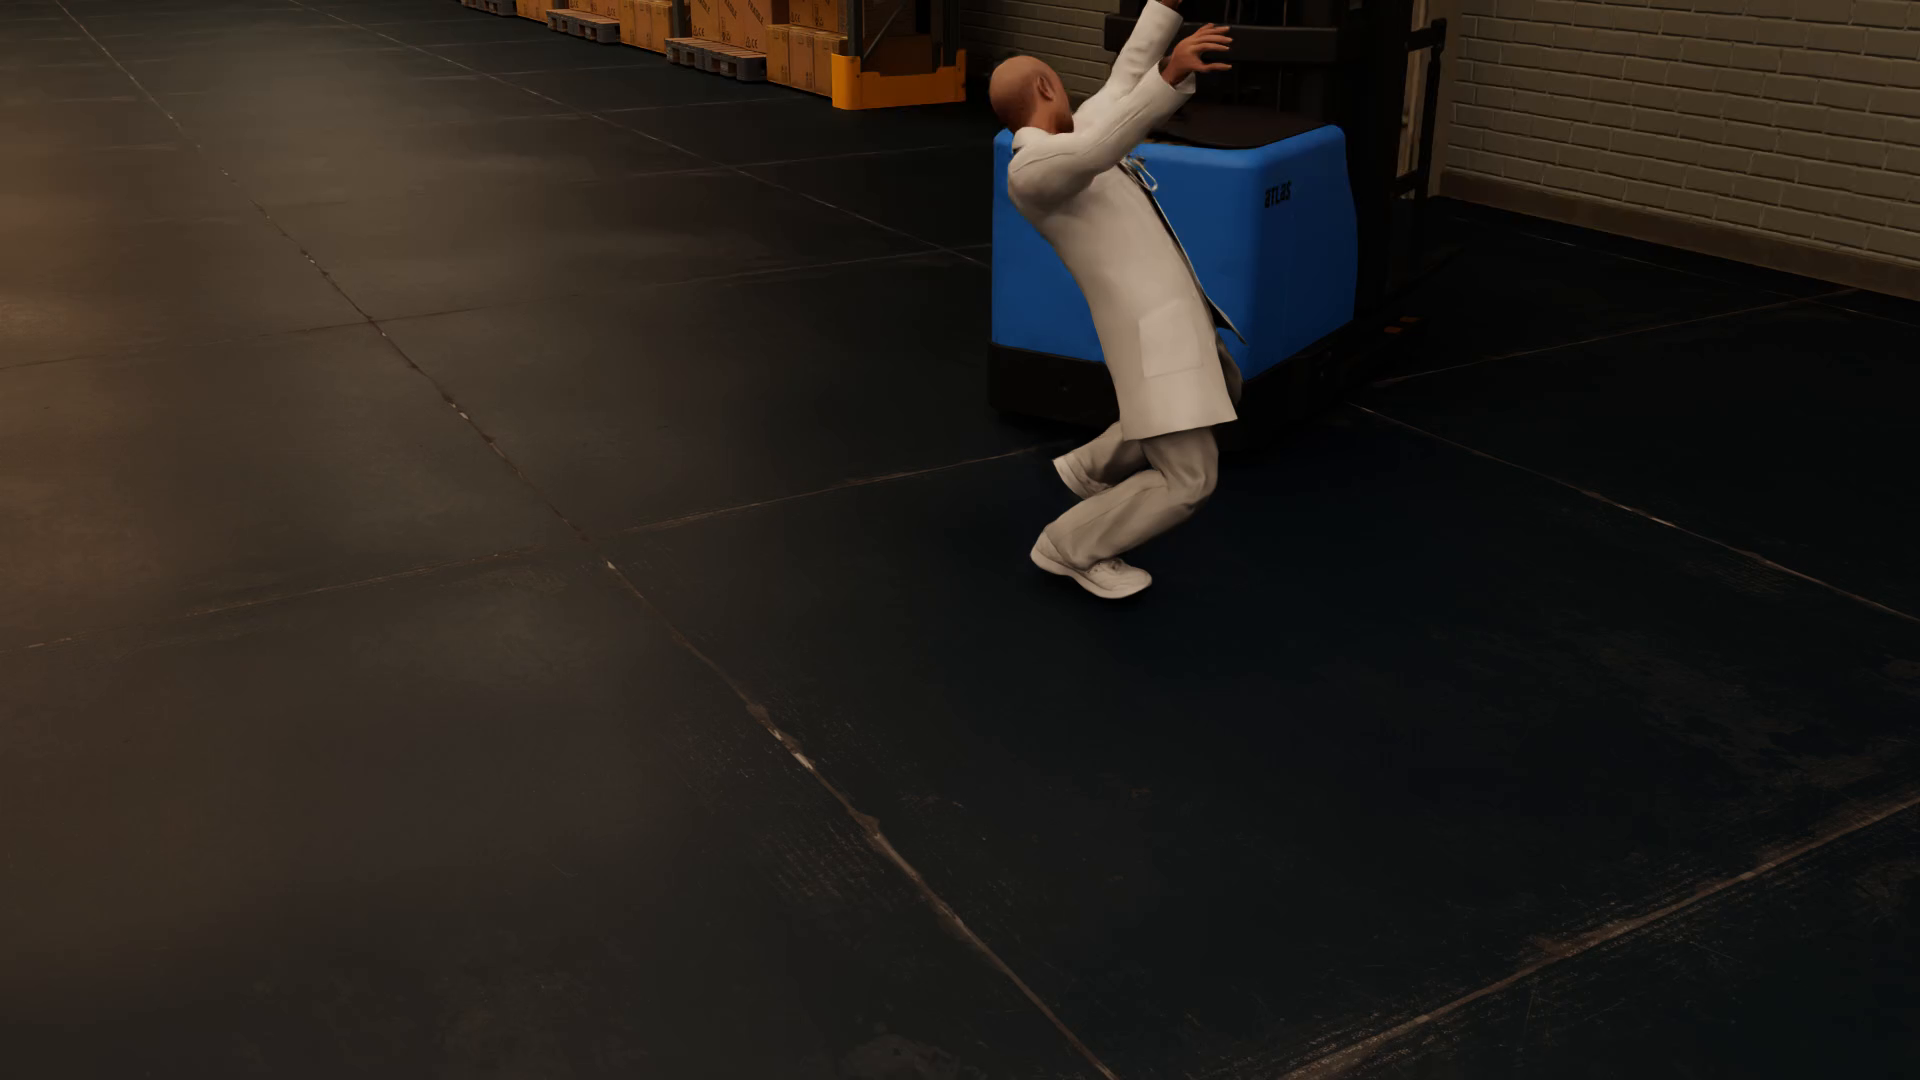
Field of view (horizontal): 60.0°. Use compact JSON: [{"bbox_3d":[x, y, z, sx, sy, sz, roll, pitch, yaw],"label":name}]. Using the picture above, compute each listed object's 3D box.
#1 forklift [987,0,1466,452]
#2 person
[{"bbox_3d":[1.328,-2.163,6.546,1.130,2.935,3.031,14,26,30],"label":"forklift"},{"bbox_3d":[0.424,-0.671,4.545,0.748,1.714,1.049,4,23,10],"label":"person"}]
